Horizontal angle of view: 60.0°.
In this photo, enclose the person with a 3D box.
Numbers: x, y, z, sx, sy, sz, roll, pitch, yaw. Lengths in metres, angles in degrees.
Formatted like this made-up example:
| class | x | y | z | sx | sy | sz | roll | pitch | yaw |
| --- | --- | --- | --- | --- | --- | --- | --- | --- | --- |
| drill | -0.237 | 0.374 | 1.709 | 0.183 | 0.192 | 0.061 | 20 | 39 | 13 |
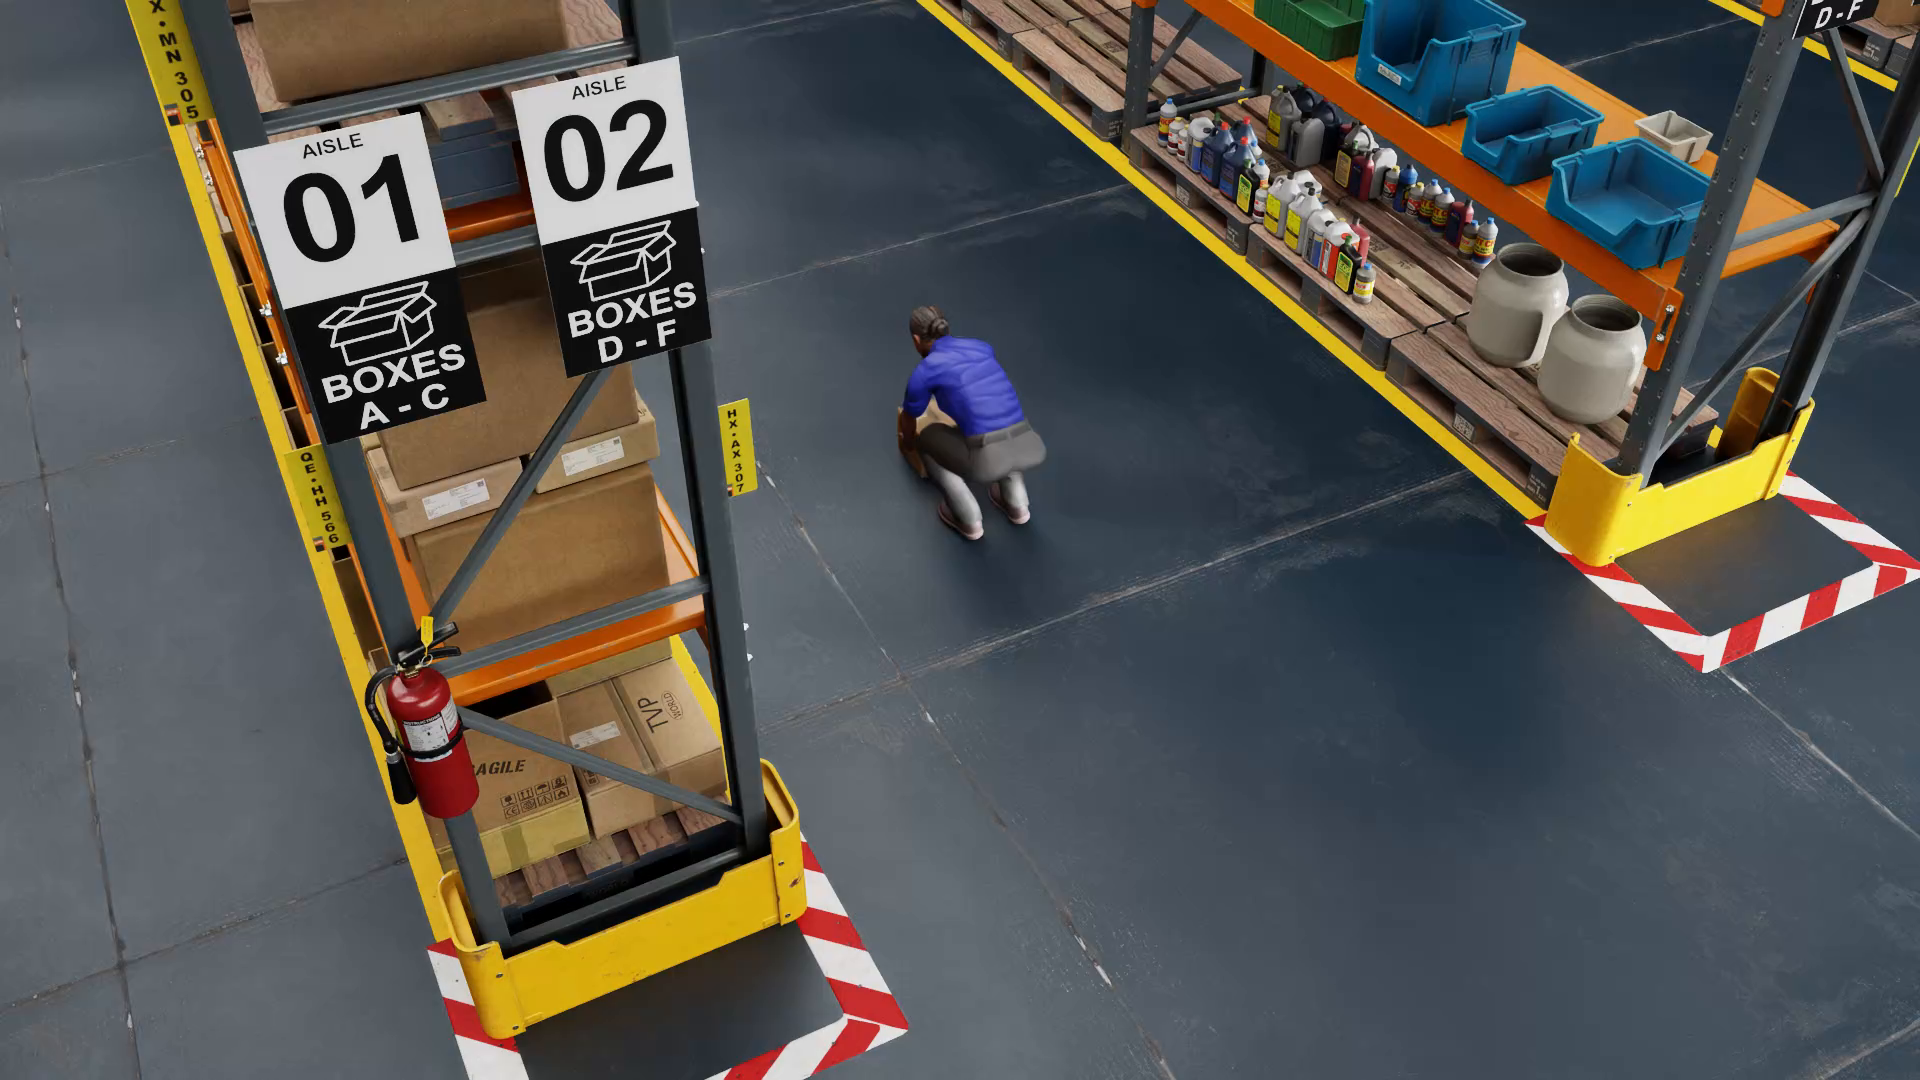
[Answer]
| class | x | y | z | sx | sy | sz | roll | pitch | yaw |
| --- | --- | --- | --- | --- | --- | --- | --- | --- | --- |
| person | 0.035 | -0.510 | 7.322 | 0.484 | 0.893 | 0.812 | -19 | 45 | -20 |
